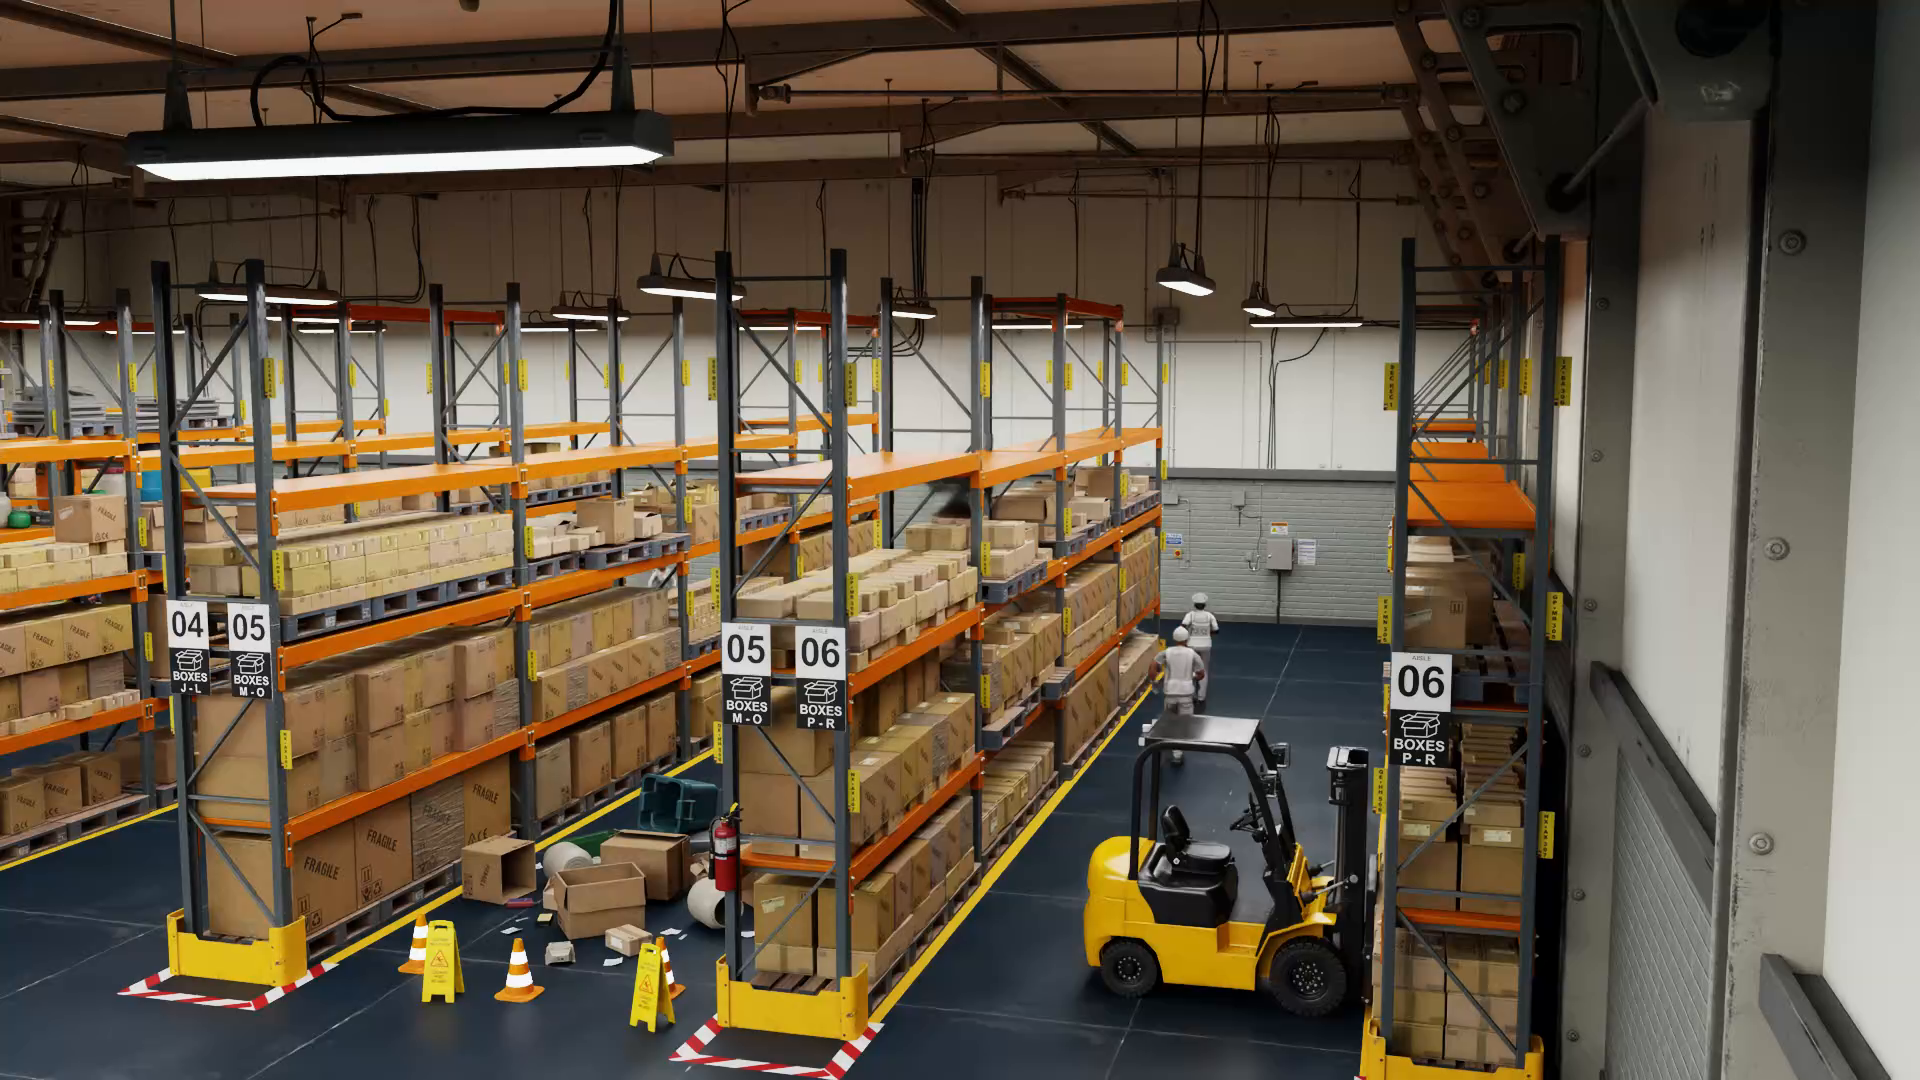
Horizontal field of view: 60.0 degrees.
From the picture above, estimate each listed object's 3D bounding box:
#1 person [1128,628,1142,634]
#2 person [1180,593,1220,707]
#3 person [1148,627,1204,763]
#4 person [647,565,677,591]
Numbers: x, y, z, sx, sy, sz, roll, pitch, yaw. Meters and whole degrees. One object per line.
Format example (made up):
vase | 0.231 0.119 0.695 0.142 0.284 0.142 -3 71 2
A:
person | 2.781 1.174 29.591 1.073 1.769 0.750 3 7 24
person | 3.595 1.675 25.006 0.603 1.741 0.771 1 6 9
person | 2.835 2.001 21.643 0.695 1.783 0.667 2 6 18
person | -5.570 1.110 31.223 0.602 1.529 0.679 -4 7 -32
